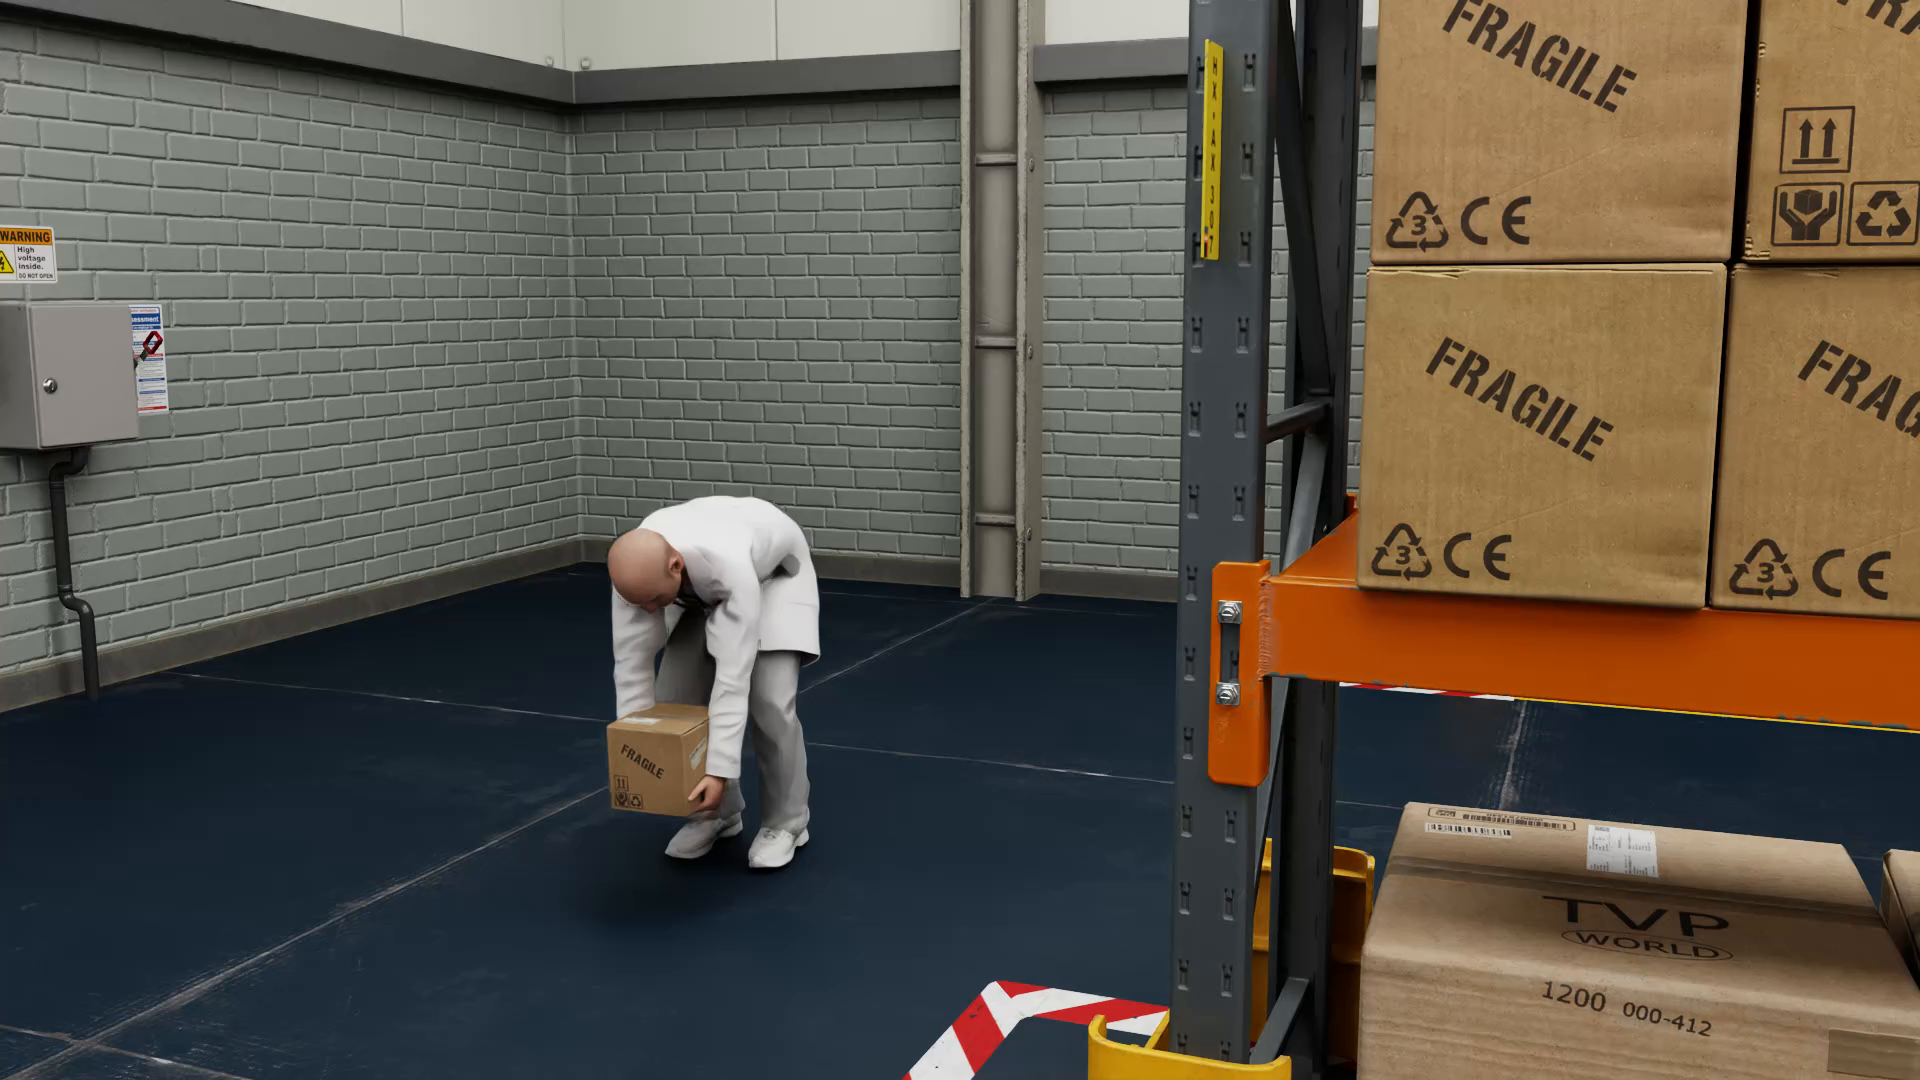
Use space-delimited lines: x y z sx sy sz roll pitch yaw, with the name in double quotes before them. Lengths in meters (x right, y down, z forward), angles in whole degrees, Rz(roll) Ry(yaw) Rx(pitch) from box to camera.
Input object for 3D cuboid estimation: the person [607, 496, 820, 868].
"person" -0.767 0.456 5.005 0.568 1.140 0.948 3 9 19
